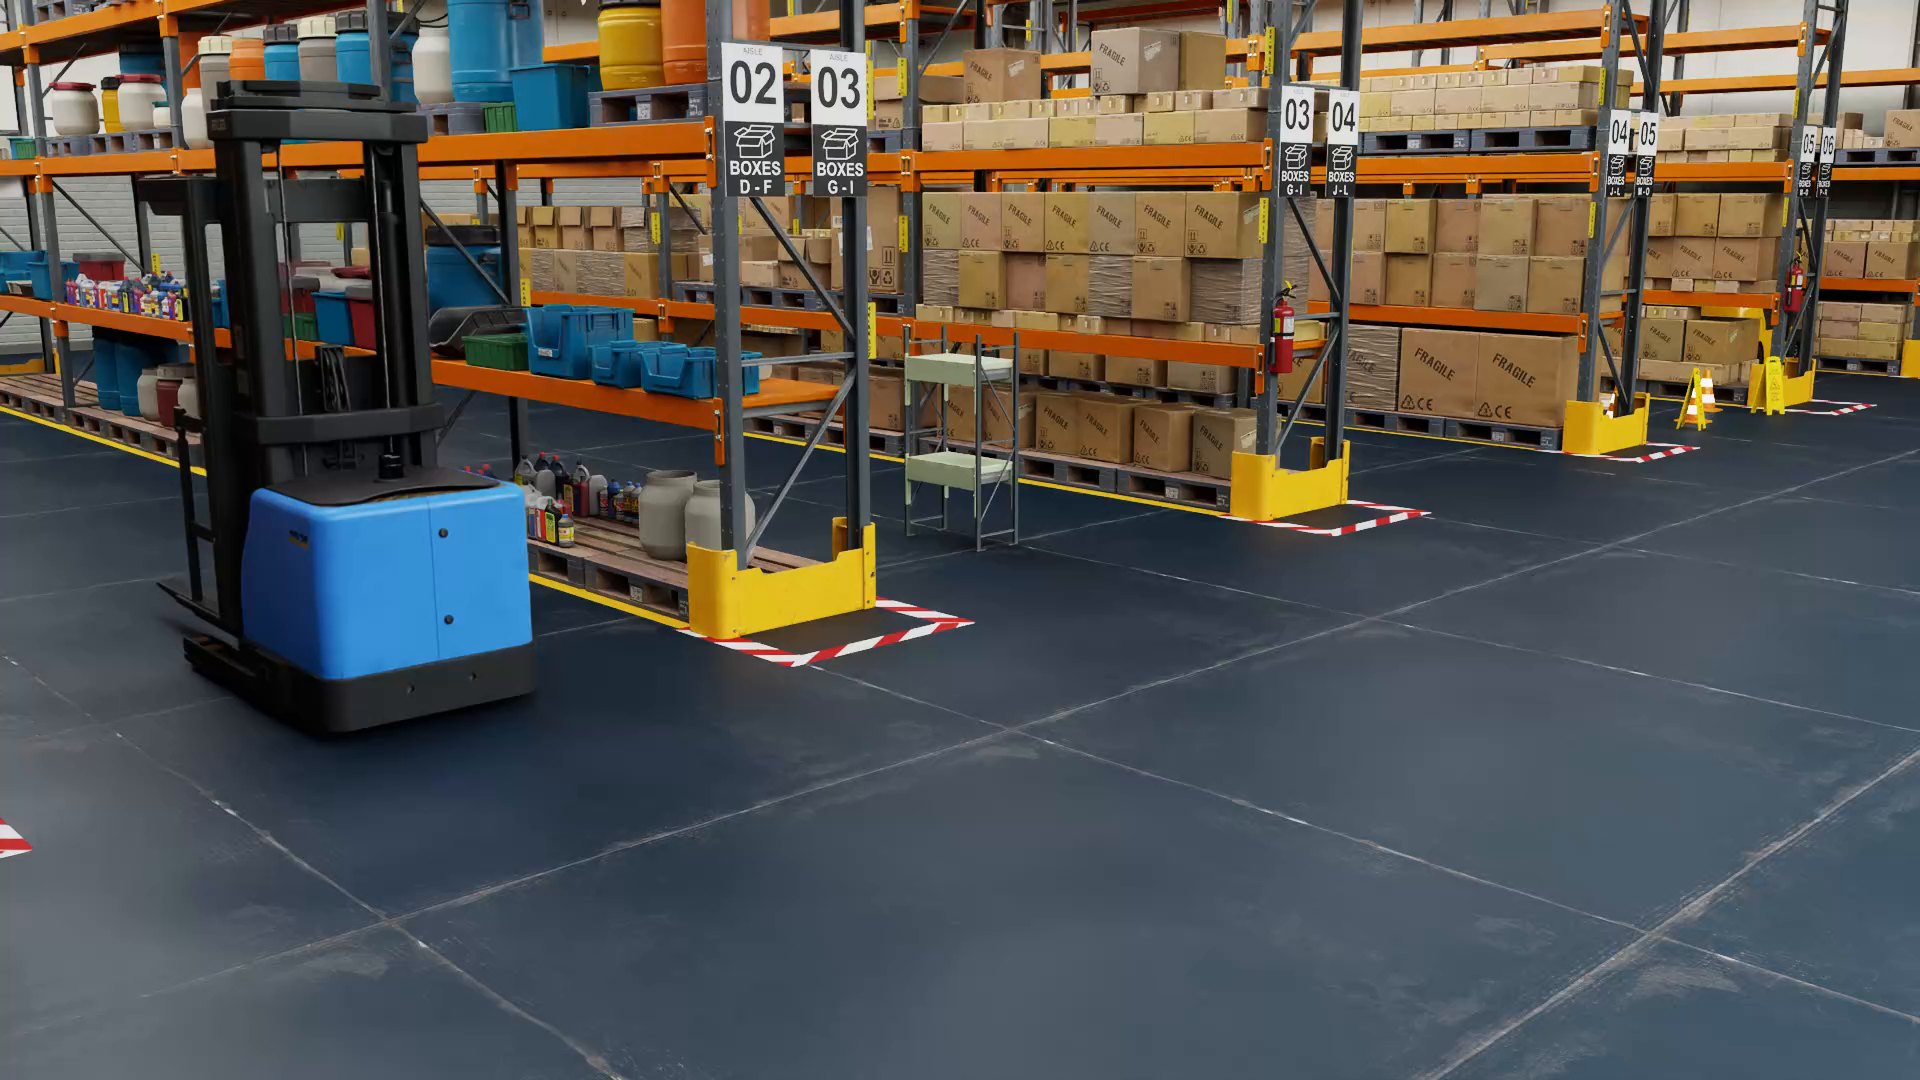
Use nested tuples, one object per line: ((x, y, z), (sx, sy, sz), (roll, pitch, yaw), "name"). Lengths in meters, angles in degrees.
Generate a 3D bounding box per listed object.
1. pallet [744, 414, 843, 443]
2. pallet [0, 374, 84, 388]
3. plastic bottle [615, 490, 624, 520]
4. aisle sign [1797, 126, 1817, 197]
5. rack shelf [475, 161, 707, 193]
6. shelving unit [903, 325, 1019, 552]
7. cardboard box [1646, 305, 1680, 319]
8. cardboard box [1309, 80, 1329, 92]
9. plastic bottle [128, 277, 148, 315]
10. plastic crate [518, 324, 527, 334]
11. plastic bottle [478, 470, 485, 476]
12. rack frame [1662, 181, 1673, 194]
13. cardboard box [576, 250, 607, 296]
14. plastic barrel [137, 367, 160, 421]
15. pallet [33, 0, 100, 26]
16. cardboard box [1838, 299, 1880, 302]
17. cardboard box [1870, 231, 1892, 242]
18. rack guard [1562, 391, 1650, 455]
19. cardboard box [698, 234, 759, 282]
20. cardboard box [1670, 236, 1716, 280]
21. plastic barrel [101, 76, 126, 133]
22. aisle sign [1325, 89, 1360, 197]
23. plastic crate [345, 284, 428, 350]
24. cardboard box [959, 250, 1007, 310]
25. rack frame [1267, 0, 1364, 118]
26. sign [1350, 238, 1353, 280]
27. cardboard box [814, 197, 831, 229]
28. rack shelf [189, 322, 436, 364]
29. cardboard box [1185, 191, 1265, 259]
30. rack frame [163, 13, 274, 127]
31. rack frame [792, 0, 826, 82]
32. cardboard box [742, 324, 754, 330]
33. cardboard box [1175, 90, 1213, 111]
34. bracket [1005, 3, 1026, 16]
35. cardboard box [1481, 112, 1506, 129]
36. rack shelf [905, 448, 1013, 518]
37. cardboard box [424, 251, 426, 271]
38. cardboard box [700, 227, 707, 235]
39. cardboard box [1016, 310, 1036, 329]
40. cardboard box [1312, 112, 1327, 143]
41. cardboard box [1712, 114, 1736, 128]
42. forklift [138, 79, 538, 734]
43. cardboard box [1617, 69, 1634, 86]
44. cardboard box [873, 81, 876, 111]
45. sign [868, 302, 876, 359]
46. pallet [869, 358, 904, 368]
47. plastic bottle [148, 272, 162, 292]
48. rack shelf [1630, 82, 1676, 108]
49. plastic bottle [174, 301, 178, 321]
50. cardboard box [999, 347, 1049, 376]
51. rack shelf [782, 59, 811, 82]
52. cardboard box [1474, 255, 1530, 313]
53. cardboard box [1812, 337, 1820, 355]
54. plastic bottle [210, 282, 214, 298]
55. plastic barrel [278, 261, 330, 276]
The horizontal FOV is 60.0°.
((-1.499, -1.212, 17.273), (1.003, 0.211, 1.213), (-11, 16, -43), "pallet")
((-11.442, -1.856, 20.398), (1.003, 0.211, 1.213), (-11, 16, -43), "pallet")
((-2.335, -0.245, 11.510), (0.097, 0.201, 0.097), (0, 12, 0), "plastic bottle")
((9.649, -4.308, 18.943), (0.394, 0.787, 0.004), (-11, 16, -43), "aisle sign")
((-4.257, -4.279, 19.597), (1.077, 0.370, 4.000), (-11, 16, -43), "rack shelf")
((0.005, -0.734, 11.755), (0.431, 1.500, 0.755), (-11, 16, -43), "shelving unit")
((8.601, -2.790, 20.326), (0.380, 0.149, 0.250), (-11, 16, -42), "cardboard box")
((3.900, -4.780, 17.602), (0.380, 0.149, 0.250), (-11, 16, -43), "cardboard box")
((-7.916, -2.351, 16.013), (0.144, 0.351, 0.185), (-11, 16, -43), "plastic bottle")
((-2.736, -1.400, 11.641), (0.499, 0.251, 0.616), (-11, 16, -43), "plastic crate")
((-3.309, -0.311, 11.463), (0.185, 0.351, 0.144), (11, 16, 43), "plastic bottle")
((10.641, -4.360, 25.639), (1.000, 3.000, 0.127), (-11, 16, -43), "rack frame")
((-4.097, -3.106, 19.305), (0.500, 0.500, 0.500), (11, 16, 43), "cardboard box")
((-8.043, -1.471, 16.743), (0.421, 0.512, 0.421), (0, 12, 0), "plastic barrel")
((-8.627, -5.297, 16.782), (1.003, 0.211, 1.213), (-11, 16, -43), "pallet")
((12.861, -3.294, 23.760), (0.500, 0.250, 0.500), (-11, 16, -42), "cardboard box")
((12.763, -4.187, 22.947), (0.380, 0.149, 0.250), (-11, 16, -42), "cardboard box")
((6.322, -1.151, 16.261), (1.175, 0.500, 0.348), (-11, 16, -43), "rack guard")
((-2.474, -3.052, 18.002), (0.500, 0.500, 0.500), (9, 15, 38), "cardboard box")
((8.899, -3.393, 19.962), (0.500, 0.500, 0.500), (-11, 16, -42), "cardboard box")
((-8.444, -4.426, 17.020), (0.600, 0.588, 0.600), (0, 12, 0), "plastic barrel")
((2.908, -3.009, 12.640), (0.394, 0.787, 0.004), (-11, 16, -43), "aisle sign")
((-4.252, -1.656, 12.356), (0.402, 0.464, 0.583), (-11, 16, -43), "plastic crate")
((0.472, -2.329, 14.798), (0.875, 0.500, 0.500), (-11, 16, -43), "cardboard box")
((2.648, -4.641, 12.138), (1.000, 3.000, 0.127), (-11, 16, -43), "rack frame")
((3.041, -2.202, 13.023), (0.100, 0.325, 0.005), (-11, 16, -43), "sign")
((-2.117, -4.915, 24.870), (0.500, 0.500, 0.500), (-10, 16, -41), "cardboard box")
((-5.077, -1.536, 13.716), (1.077, 0.370, 4.000), (-11, 16, -43), "rack shelf")
((2.090, -2.433, 12.824), (0.500, 0.500, 0.500), (-11, 16, -43), "cardboard box")
((-6.459, -5.118, 14.455), (1.000, 3.000, 0.127), (-11, 16, -43), "rack frame")
((-1.982, -7.069, 23.921), (1.000, 3.000, 0.127), (-11, 16, -43), "rack frame")
((-3.115, -3.246, 25.523), (0.380, 0.149, 0.250), (-10, 16, -41), "cardboard box")
((1.868, -3.370, 12.784), (0.250, 0.149, 0.380), (11, 16, 43), "cardboard box")
((1.174, -11.221, 35.157), (0.235, 0.232, 0.430), (-11, 16, -43), "bracket")
((5.305, -4.093, 16.243), (0.380, 0.149, 0.250), (-11, 16, -42), "cardboard box")
((0.005, -0.414, 11.821), (0.431, 0.370, 0.720), (-11, 16, -43), "rack shelf")
((-6.845, -3.704, 22.090), (0.500, 0.250, 0.500), (-10, 16, -41), "cardboard box")
((-3.916, -4.657, 26.098), (0.500, 0.500, 0.500), (-11, 16, -42), "cardboard box")
((0.698, -1.911, 14.377), (0.380, 0.149, 0.250), (-11, 16, -43), "cardboard box")
((2.503, -3.205, 12.972), (0.500, 0.250, 0.500), (-10, 15, -41), "cardboard box")
((9.029, -4.906, 19.505), (0.380, 0.149, 0.250), (-11, 16, -43), "cardboard box")
((-3.403, -0.798, 8.519), (1.130, 2.935, 3.031), (-10, 15, -41), "forklift")
((6.305, -4.464, 16.068), (0.380, 0.149, 0.250), (-11, 16, -42), "cardboard box")
((-1.018, -4.232, 16.288), (0.797, 0.503, 0.637), (-10, 15, -40), "cardboard box")
((-0.533, -1.224, 9.734), (0.100, 0.325, 0.005), (-11, 16, -43), "sign")
((-0.596, -2.473, 23.393), (1.003, 0.211, 1.213), (-11, 16, -43), "pallet")
((-8.326, -2.604, 17.240), (0.144, 0.351, 0.185), (-11, 16, -43), "plastic bottle")
((9.260, -7.042, 26.564), (1.077, 0.370, 4.000), (-11, 16, -43), "rack shelf")
((-7.113, -2.102, 15.172), (0.097, 0.201, 0.097), (0, 12, 0), "plastic bottle")
((1.136, -2.549, 21.386), (1.050, 0.750, 0.750), (-11, 16, -43), "cardboard box")
((-3.363, -7.007, 25.411), (1.077, 0.370, 4.000), (-11, 16, -43), "rack shelf")
((5.621, -2.578, 16.618), (0.875, 0.550, 0.550), (-11, 16, -43), "cardboard box")
((12.175, -2.808, 23.879), (0.500, 0.250, 0.500), (-11, 16, -42), "cardboard box")
((-7.481, -2.430, 16.580), (0.152, 0.276, 0.135), (-11, 16, -43), "plastic bottle")
((-5.919, -2.221, 14.922), (0.600, 0.536, 0.708), (-11, 16, -43), "plastic barrel")
